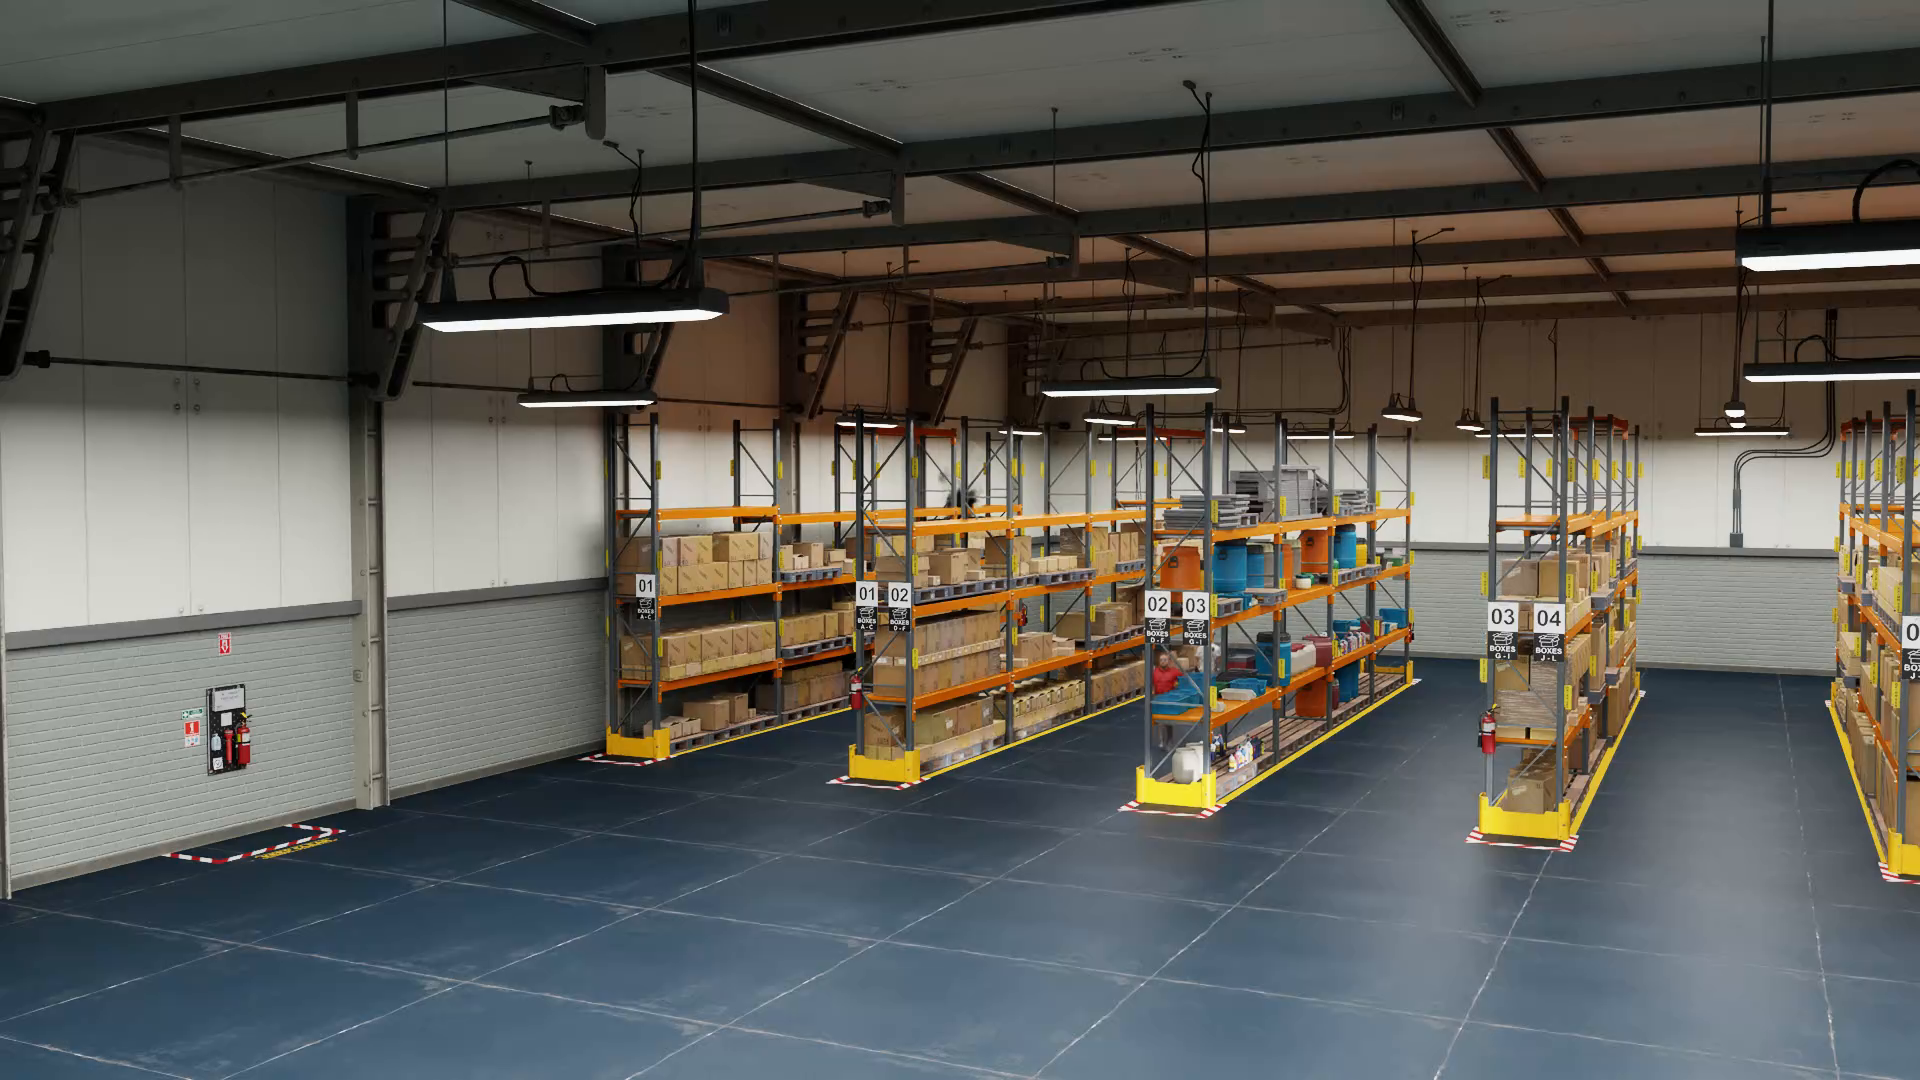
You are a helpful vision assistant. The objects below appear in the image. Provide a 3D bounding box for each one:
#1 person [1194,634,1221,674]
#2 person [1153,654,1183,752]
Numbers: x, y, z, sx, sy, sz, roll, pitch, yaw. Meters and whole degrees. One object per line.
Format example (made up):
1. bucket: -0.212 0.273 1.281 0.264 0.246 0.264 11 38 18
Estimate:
1. person: 5.149 2.718 34.608 0.570 1.649 0.547 1 2 15
2. person: 3.629 2.913 29.590 0.643 1.754 0.676 1 3 21
